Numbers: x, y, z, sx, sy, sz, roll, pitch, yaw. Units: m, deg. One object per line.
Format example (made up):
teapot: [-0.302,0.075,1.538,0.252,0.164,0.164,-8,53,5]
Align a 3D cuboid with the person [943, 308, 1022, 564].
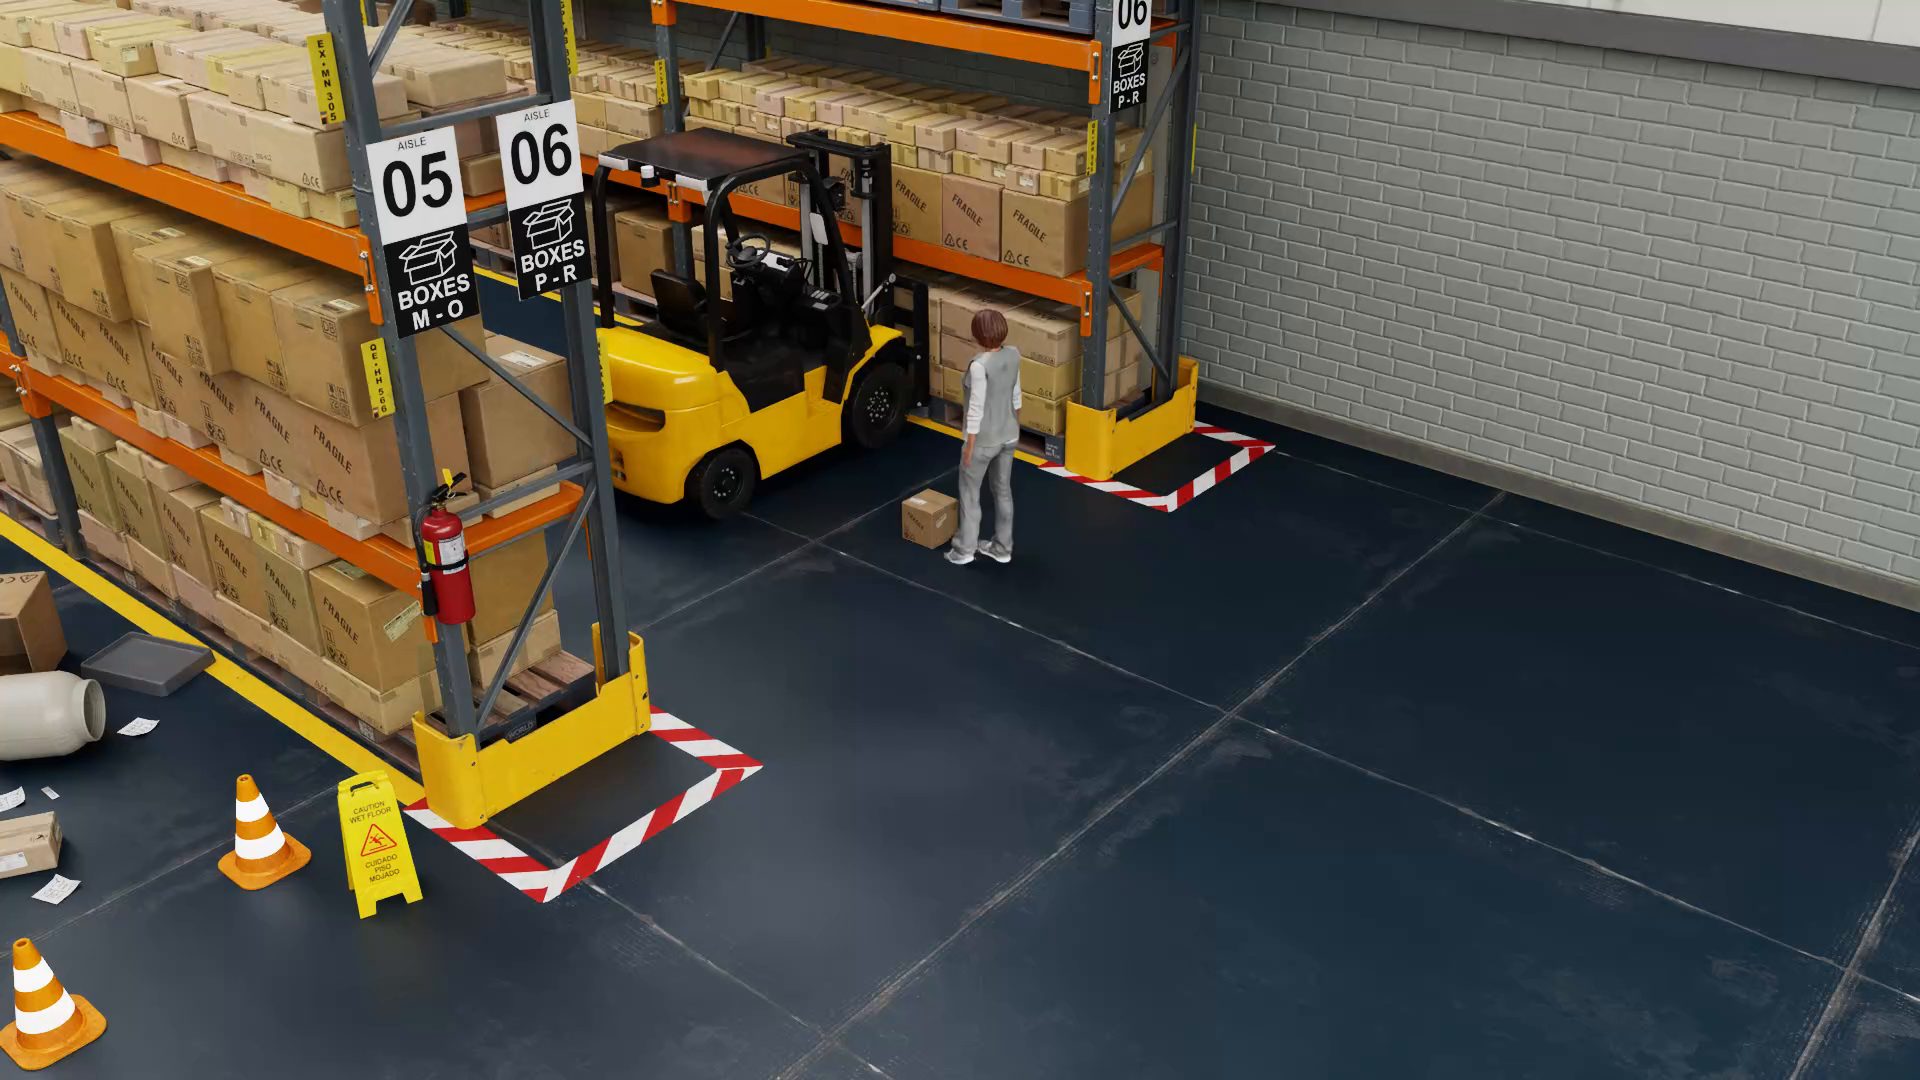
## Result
person: [0.150,-0.591,9.786,0.442,1.643,0.422,-24,36,-37]
